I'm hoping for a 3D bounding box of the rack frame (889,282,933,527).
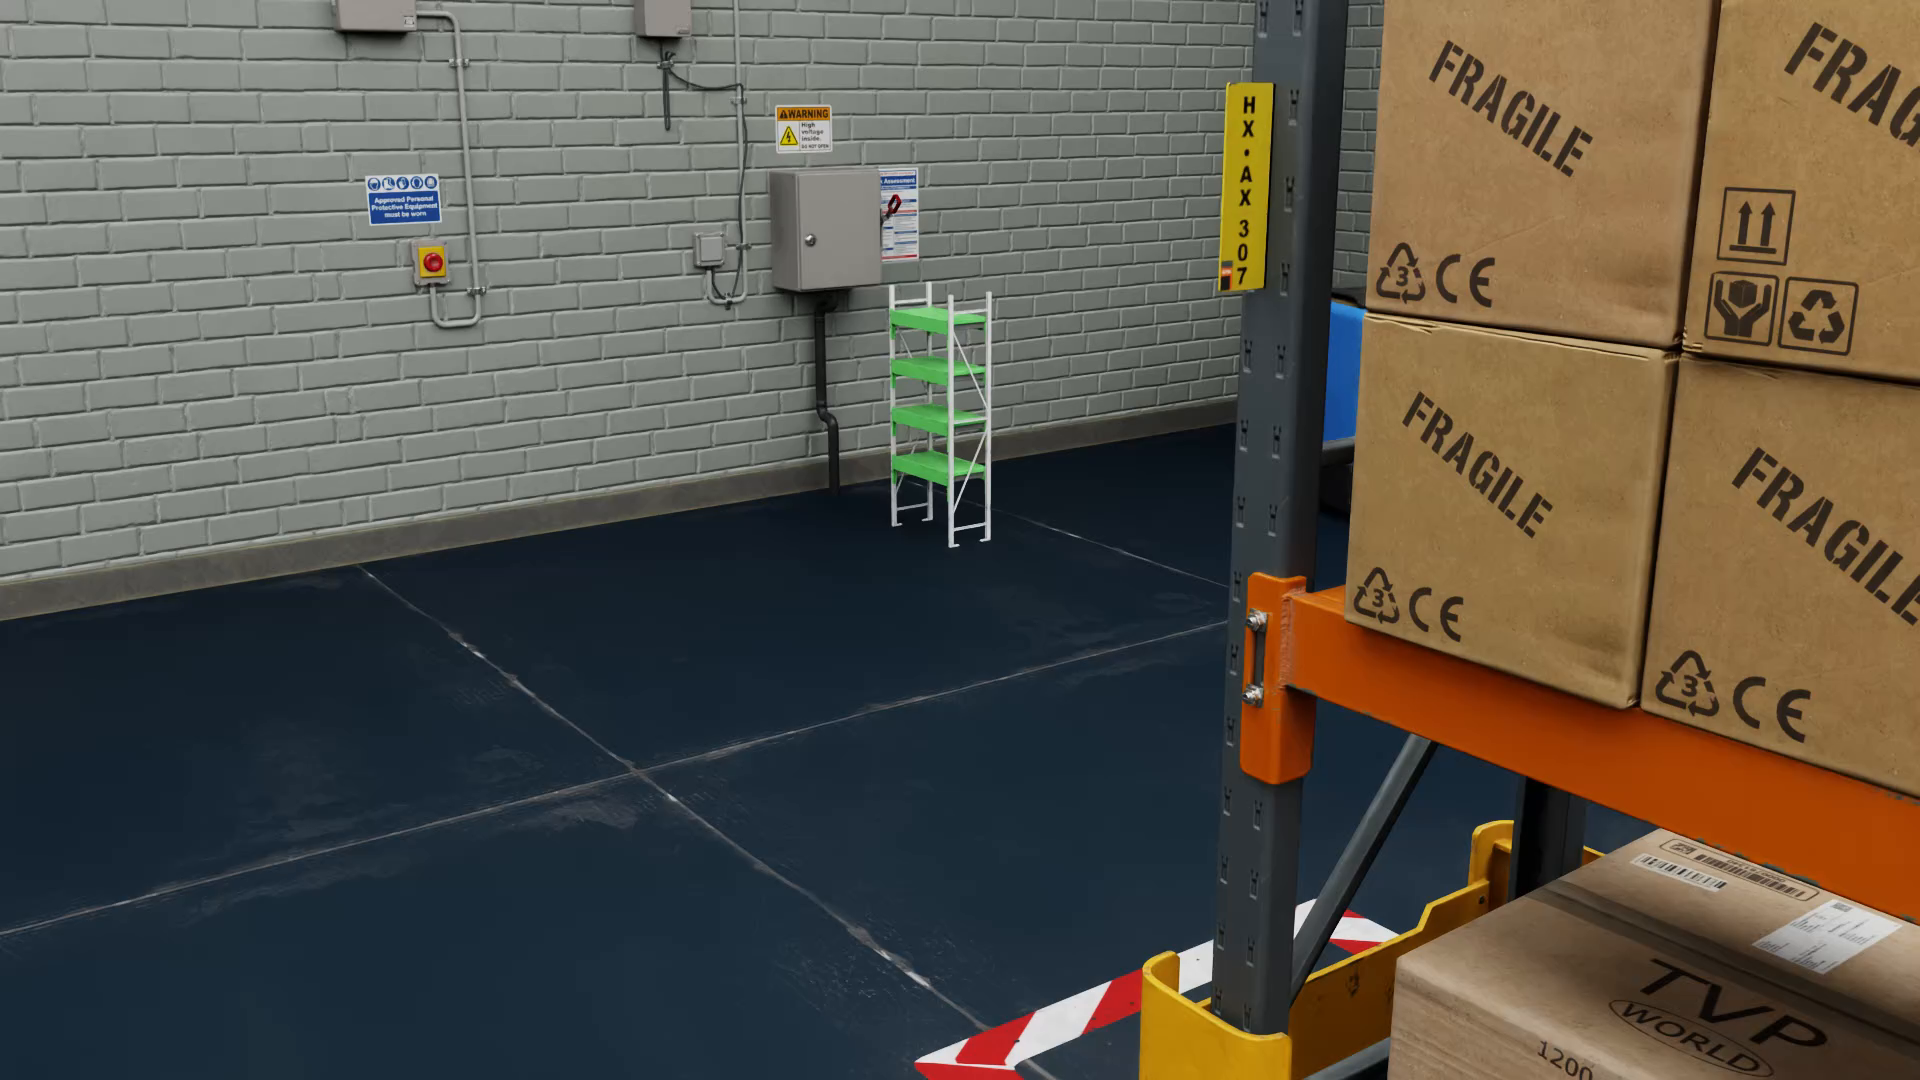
[{"bbox_3d":[-0.241,-0.666,8.237,0.240,1.200,0.015,-11,19,-35],"label":"rack frame"}]

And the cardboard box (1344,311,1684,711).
[{"bbox_3d":[0.961,-0.095,2.553,0.500,0.500,0.500,-11,19,-35],"label":"cardboard box"}]

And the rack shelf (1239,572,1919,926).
[{"bbox_3d":[2.087,0.580,1.638,1.077,0.370,4.000,-11,19,-35],"label":"rack shelf"}]

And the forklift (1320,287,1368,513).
[{"bbox_3d":[3.259,-1.703,8.746,3.031,2.935,1.130,-4,16,-15],"label":"forklift"}]

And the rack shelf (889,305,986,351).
[{"bbox_3d":[-0.097,-1.015,7.937,0.258,0.148,0.480,-11,19,-35],"label":"rack shelf"}]

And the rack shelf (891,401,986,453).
[{"bbox_3d":[-0.097,-0.552,8.064,0.258,0.148,0.480,-11,19,-35],"label":"rack shelf"}]

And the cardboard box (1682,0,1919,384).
[{"bbox_3d":[1.272,-0.469,2.023,0.500,0.500,0.500,-11,19,-36],"label":"cardboard box"}]

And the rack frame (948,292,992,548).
[{"bbox_3d":[0.046,-0.562,7.856,0.240,1.200,0.015,-11,19,-35],"label":"rack frame"}]

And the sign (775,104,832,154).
[{"bbox_3d":[-0.805,-2.123,8.588,0.339,0.242,0.001,-11,19,-35],"label":"sign"}]

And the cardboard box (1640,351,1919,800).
[{"bbox_3d":[1.281,0.008,2.174,0.500,0.500,0.500,-11,19,-35],"label":"cardboard box"}]

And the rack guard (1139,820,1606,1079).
[{"bbox_3d":[0.897,1.006,3.452,1.175,0.500,0.348,-11,19,-35],"label":"rack guard"}]

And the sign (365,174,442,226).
[{"bbox_3d":[-2.499,-1.531,7.474,0.327,0.218,0.001,-11,19,-35],"label":"sign"}]

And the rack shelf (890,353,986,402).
[{"bbox_3d":[-0.097,-0.784,8.000,0.258,0.148,0.480,-11,19,-35],"label":"rack shelf"}]

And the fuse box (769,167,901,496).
[{"bbox_3d":[-0.639,-1.068,8.737,0.539,1.711,0.414,-11,19,-35],"label":"fuse box"}]

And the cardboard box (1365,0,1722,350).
[{"bbox_3d":[0.963,-0.578,2.422,0.500,0.500,0.500,-11,19,-36],"label":"cardboard box"}]

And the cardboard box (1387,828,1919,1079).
[{"bbox_3d":[1.380,0.964,2.928,0.875,0.438,0.875,-12,19,-36],"label":"cardboard box"}]

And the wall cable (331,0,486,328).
[{"bbox_3d":[-2.424,-1.900,7.351,0.585,1.953,0.123,-11,19,-35],"label":"wall cable"}]

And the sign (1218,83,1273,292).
[{"bbox_3d":[0.458,-0.565,2.669,0.100,0.325,0.005,-11,19,-35],"label":"sign"}]

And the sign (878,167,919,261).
[{"bbox_3d":[-0.361,-1.765,9.021,0.329,0.494,0.001,-11,19,-35],"label":"sign"}]

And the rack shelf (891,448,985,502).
[{"bbox_3d":[-0.097,-0.321,8.127,0.258,0.148,0.480,-11,19,-35],"label":"rack shelf"}]

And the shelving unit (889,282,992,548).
[{"bbox_3d":[-0.097,-0.614,8.047,0.258,1.200,0.503,-11,19,-35],"label":"shelving unit"}]

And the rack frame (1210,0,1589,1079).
[{"bbox_3d":[0.911,-0.194,3.103,1.000,3.000,0.127,-11,19,-35],"label":"rack frame"}]

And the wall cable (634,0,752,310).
[{"bbox_3d":[-1.283,-2.107,8.169,0.588,1.984,0.122,-11,19,-35],"label":"wall cable"}]
